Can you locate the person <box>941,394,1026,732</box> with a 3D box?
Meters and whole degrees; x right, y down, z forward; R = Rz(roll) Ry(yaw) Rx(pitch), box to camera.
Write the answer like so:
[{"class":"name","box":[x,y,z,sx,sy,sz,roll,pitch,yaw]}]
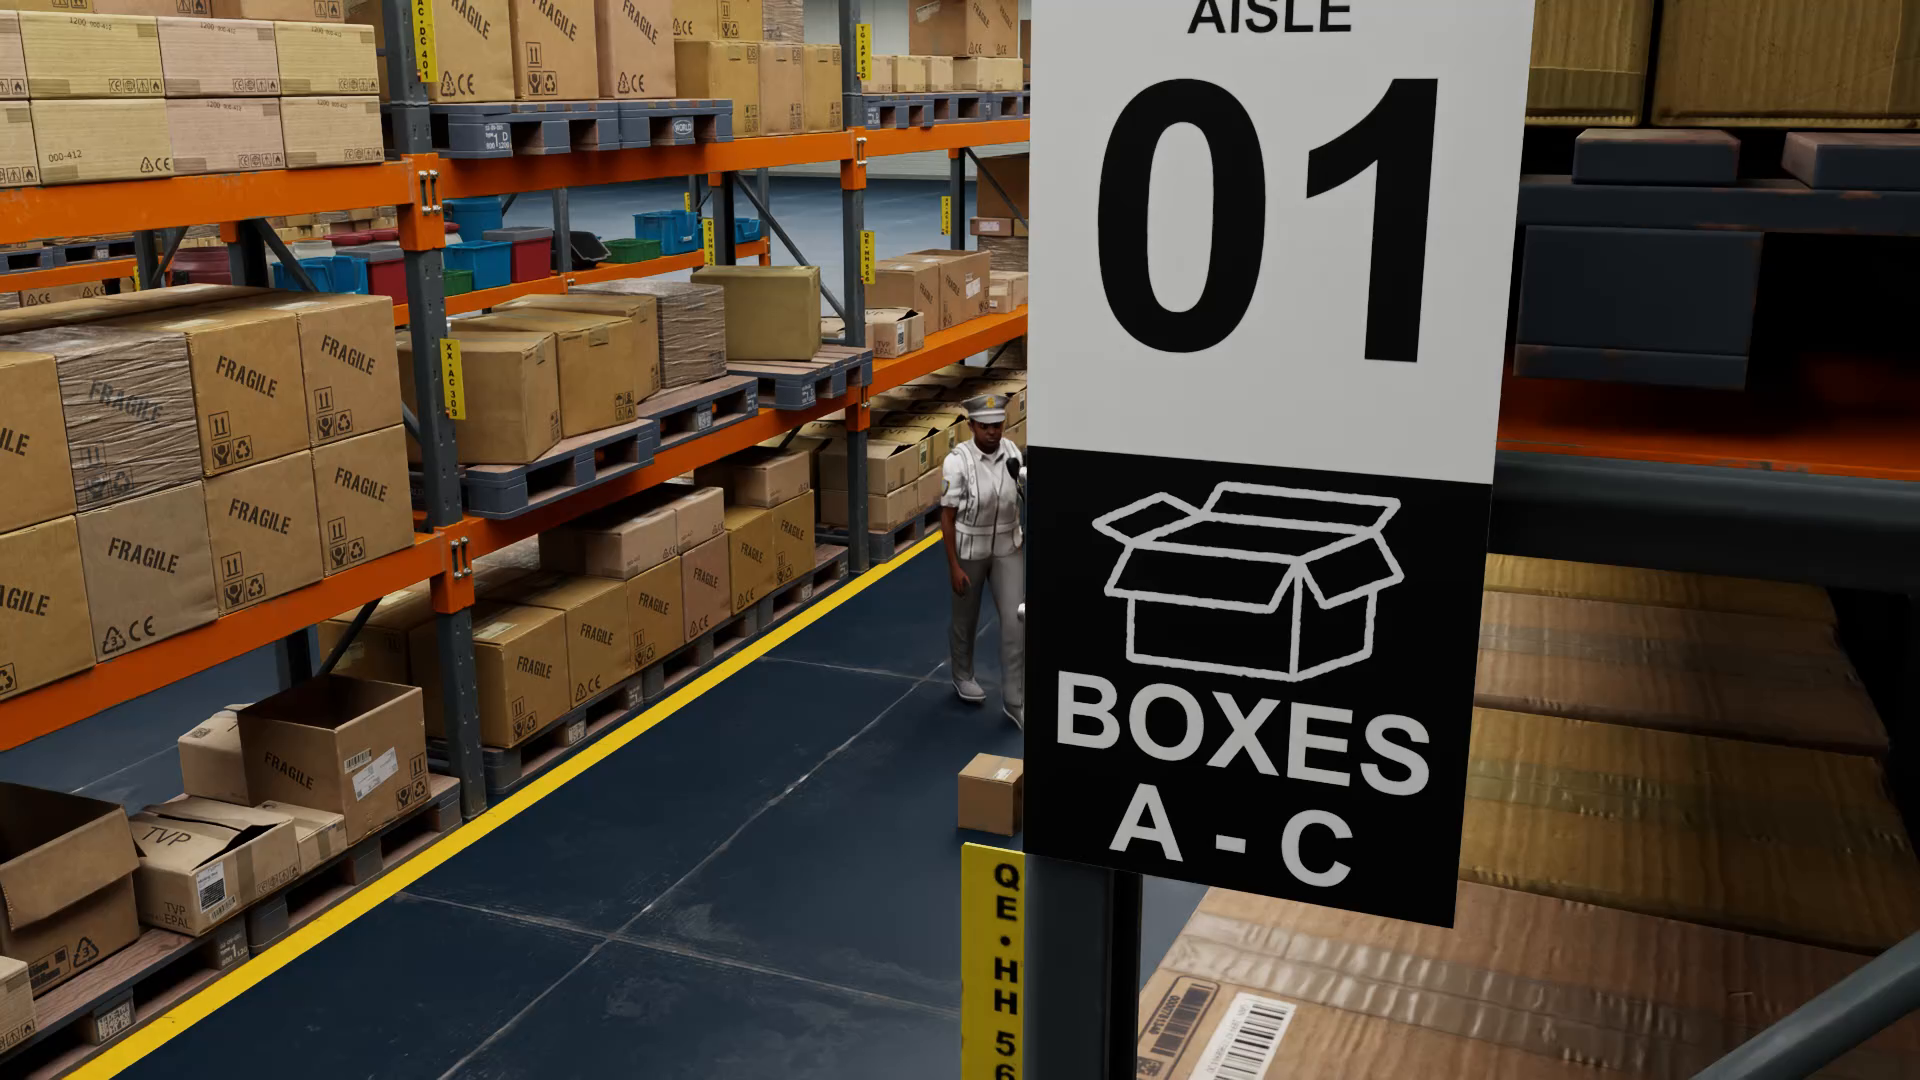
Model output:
[{"class":"person","box":[0.120,0.083,8.211,0.469,1.685,0.726,-5,16,-17]}]
